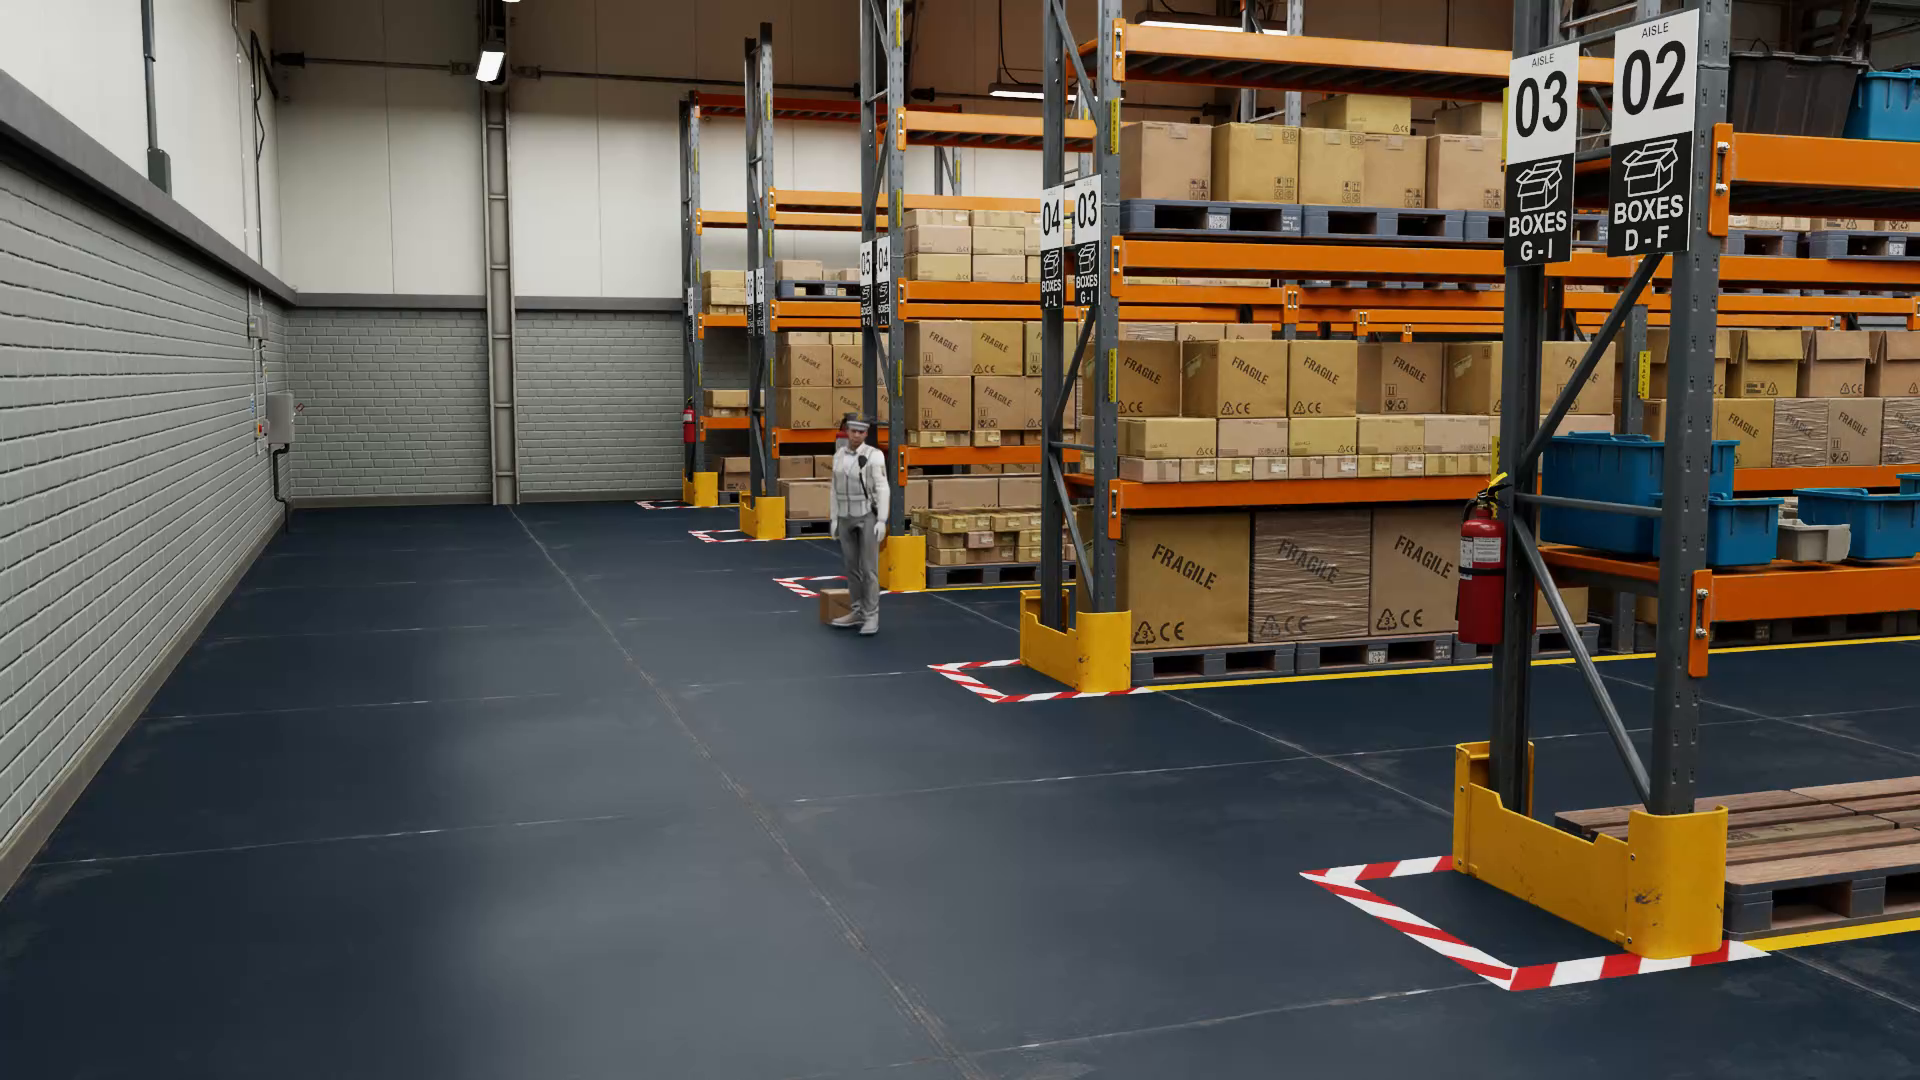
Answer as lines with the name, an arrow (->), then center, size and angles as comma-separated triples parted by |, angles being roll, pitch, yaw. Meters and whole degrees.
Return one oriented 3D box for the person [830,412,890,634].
person -> -0.785, -0.143, 12.715 | 0.521, 1.671, 0.457 | 4, 7, 31
